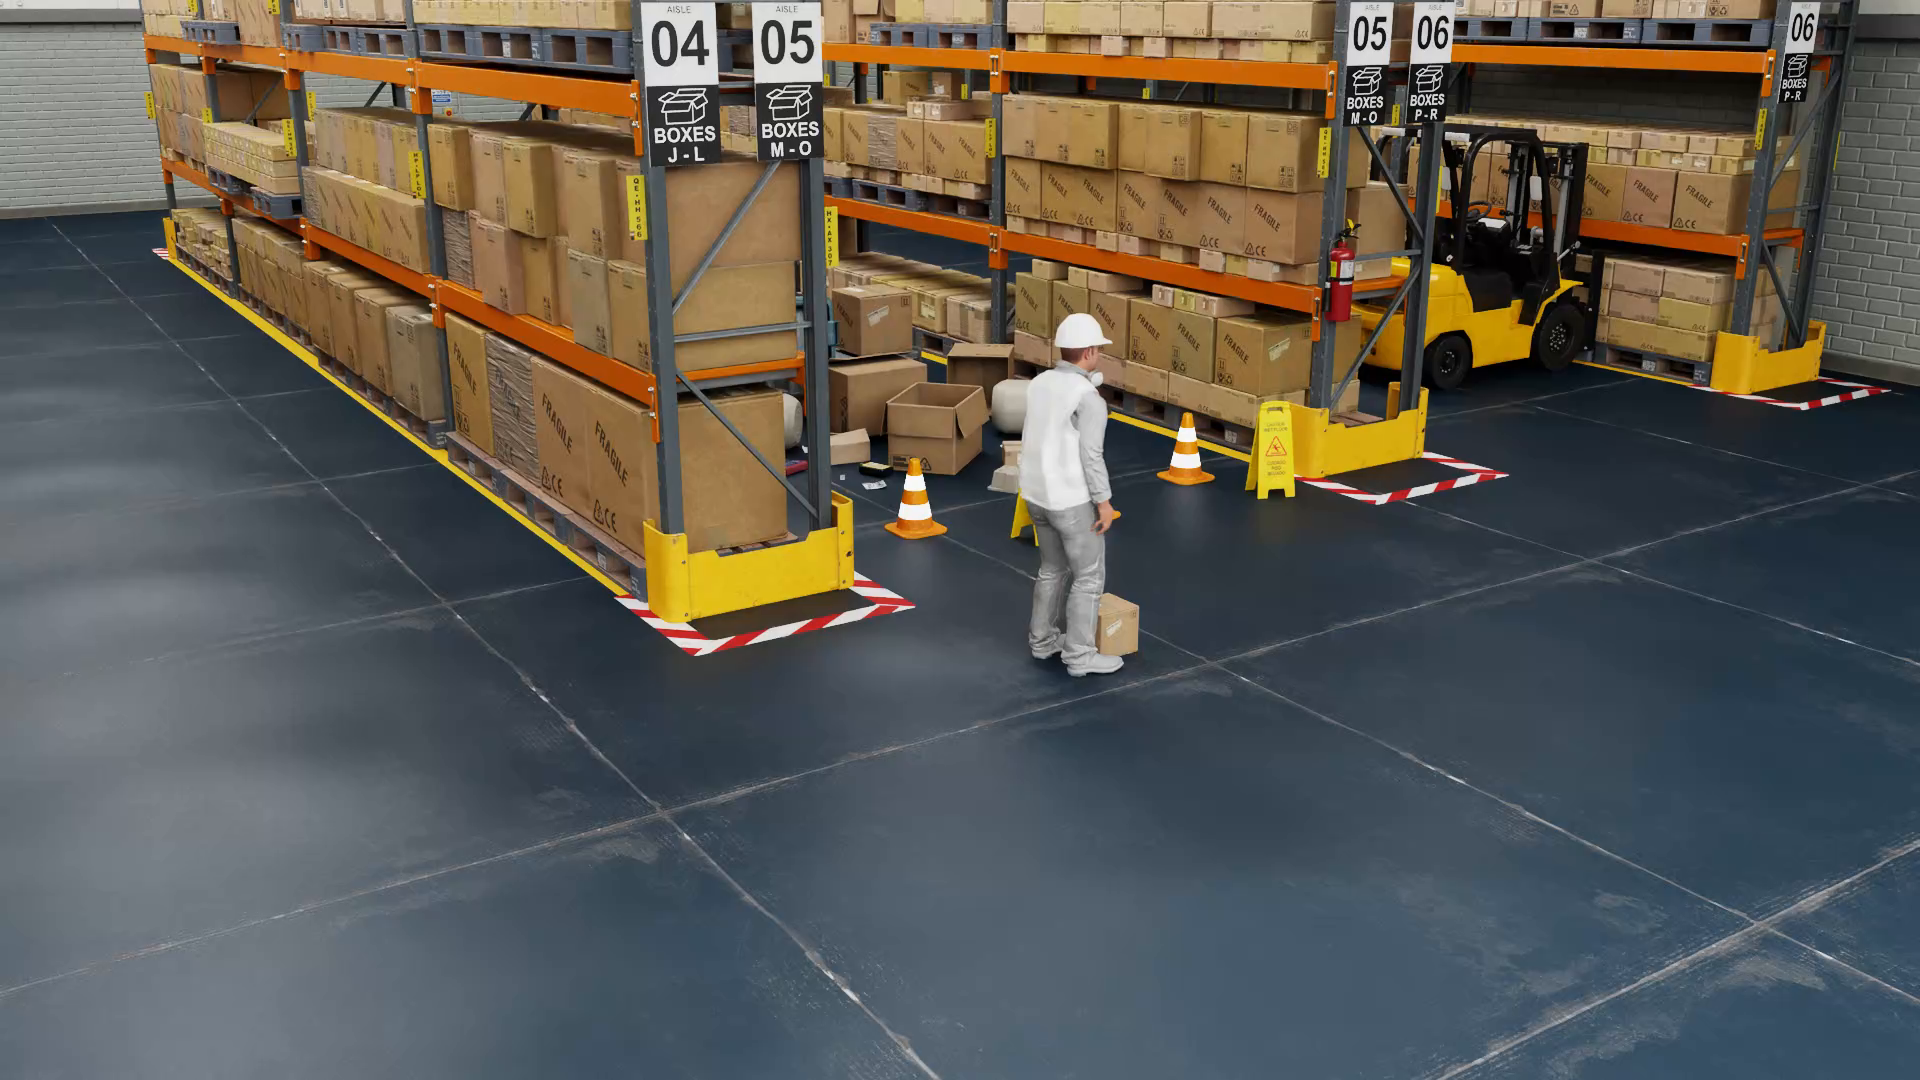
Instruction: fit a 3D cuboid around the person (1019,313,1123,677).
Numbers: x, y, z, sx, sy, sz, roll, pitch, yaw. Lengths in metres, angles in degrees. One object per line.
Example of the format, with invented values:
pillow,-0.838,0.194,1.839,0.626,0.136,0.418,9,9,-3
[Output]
person,0.537,-0.228,8.216,0.461,1.771,0.581,-11,21,-31
